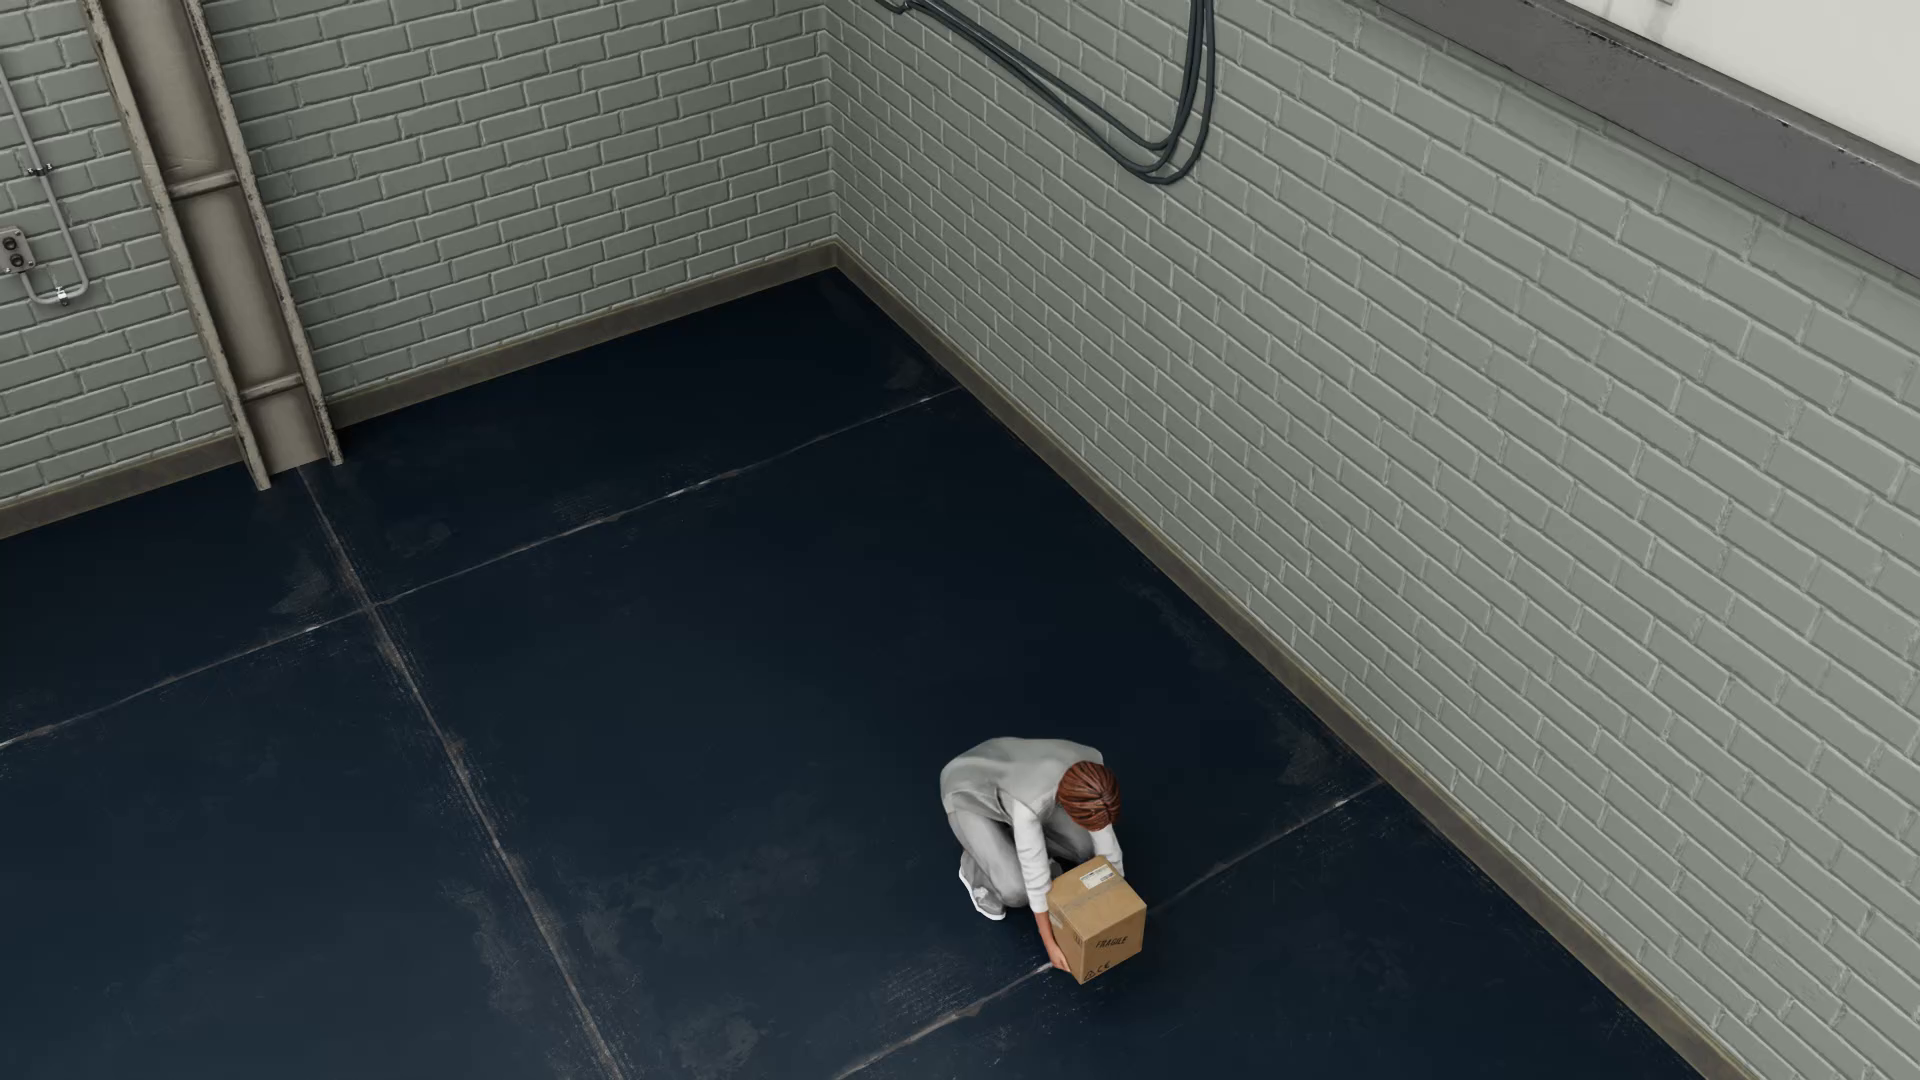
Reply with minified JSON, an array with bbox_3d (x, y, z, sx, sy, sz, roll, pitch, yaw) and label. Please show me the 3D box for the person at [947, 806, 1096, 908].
[{"bbox_3d":[0.192,1.030,5.786,0.425,0.418,0.522,-24,47,-25],"label":"person"}]
